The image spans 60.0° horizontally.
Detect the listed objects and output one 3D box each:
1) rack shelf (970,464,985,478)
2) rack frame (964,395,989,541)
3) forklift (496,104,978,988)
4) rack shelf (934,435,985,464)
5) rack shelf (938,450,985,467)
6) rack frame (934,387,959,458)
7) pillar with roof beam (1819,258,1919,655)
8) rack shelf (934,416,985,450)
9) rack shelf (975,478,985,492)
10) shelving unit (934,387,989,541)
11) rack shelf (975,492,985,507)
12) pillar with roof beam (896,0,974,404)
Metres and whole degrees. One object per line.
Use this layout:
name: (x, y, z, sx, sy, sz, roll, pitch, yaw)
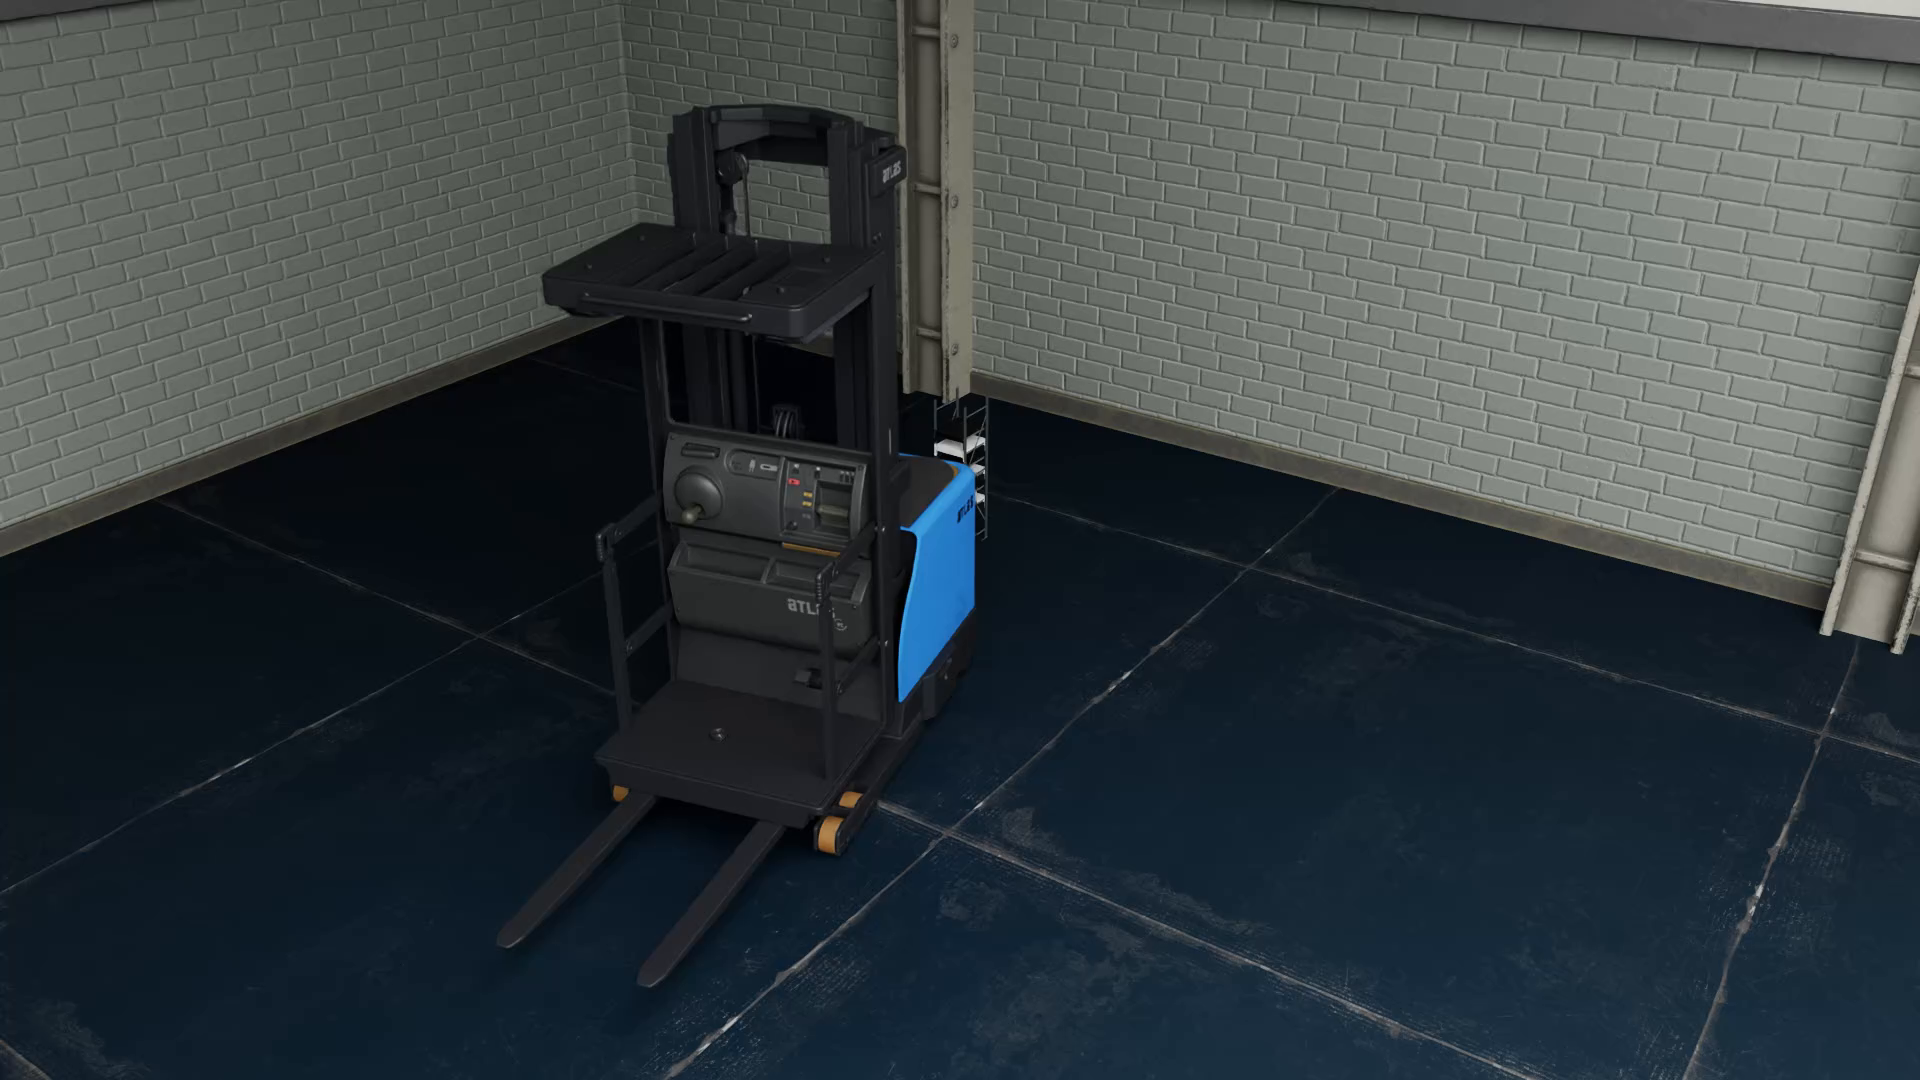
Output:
rack shelf: (0.007, -0.369, 9.557, 0.200, 0.077, 0.258, 17, 32, 30)
rack frame: (0.090, -0.373, 9.490, 0.006, 0.900, 0.240, 17, 32, 30)
forklift: (-0.905, -0.174, 6.860, 1.130, 2.935, 3.031, 10, 29, 18)
rack shelf: (0.007, -0.530, 9.475, 0.200, 0.077, 0.258, 17, 32, 30)
rack shelf: (0.007, -0.449, 9.516, 0.200, 0.077, 0.258, 17, 32, 30)
rack frame: (-0.077, -0.425, 9.593, 0.006, 0.900, 0.240, 17, 32, 30)
pillar with roof beam: (2.348, -1.916, 3.593, 0.400, 9.000, 9.100, 17, 32, 30)
rack shelf: (0.007, -0.610, 9.434, 0.200, 0.077, 0.258, 17, 32, 30)
rack shelf: (0.007, -0.289, 9.598, 0.200, 0.077, 0.258, 17, 32, 30)
shelving unit: (0.007, -0.399, 9.542, 0.210, 0.900, 0.258, 17, 32, 30)
rack shelf: (0.007, -0.209, 9.639, 0.200, 0.077, 0.258, 17, 32, 30)
pillar with roof beam: (-2.598, -3.457, 6.621, 0.400, 9.000, 9.100, 17, 32, 30)
